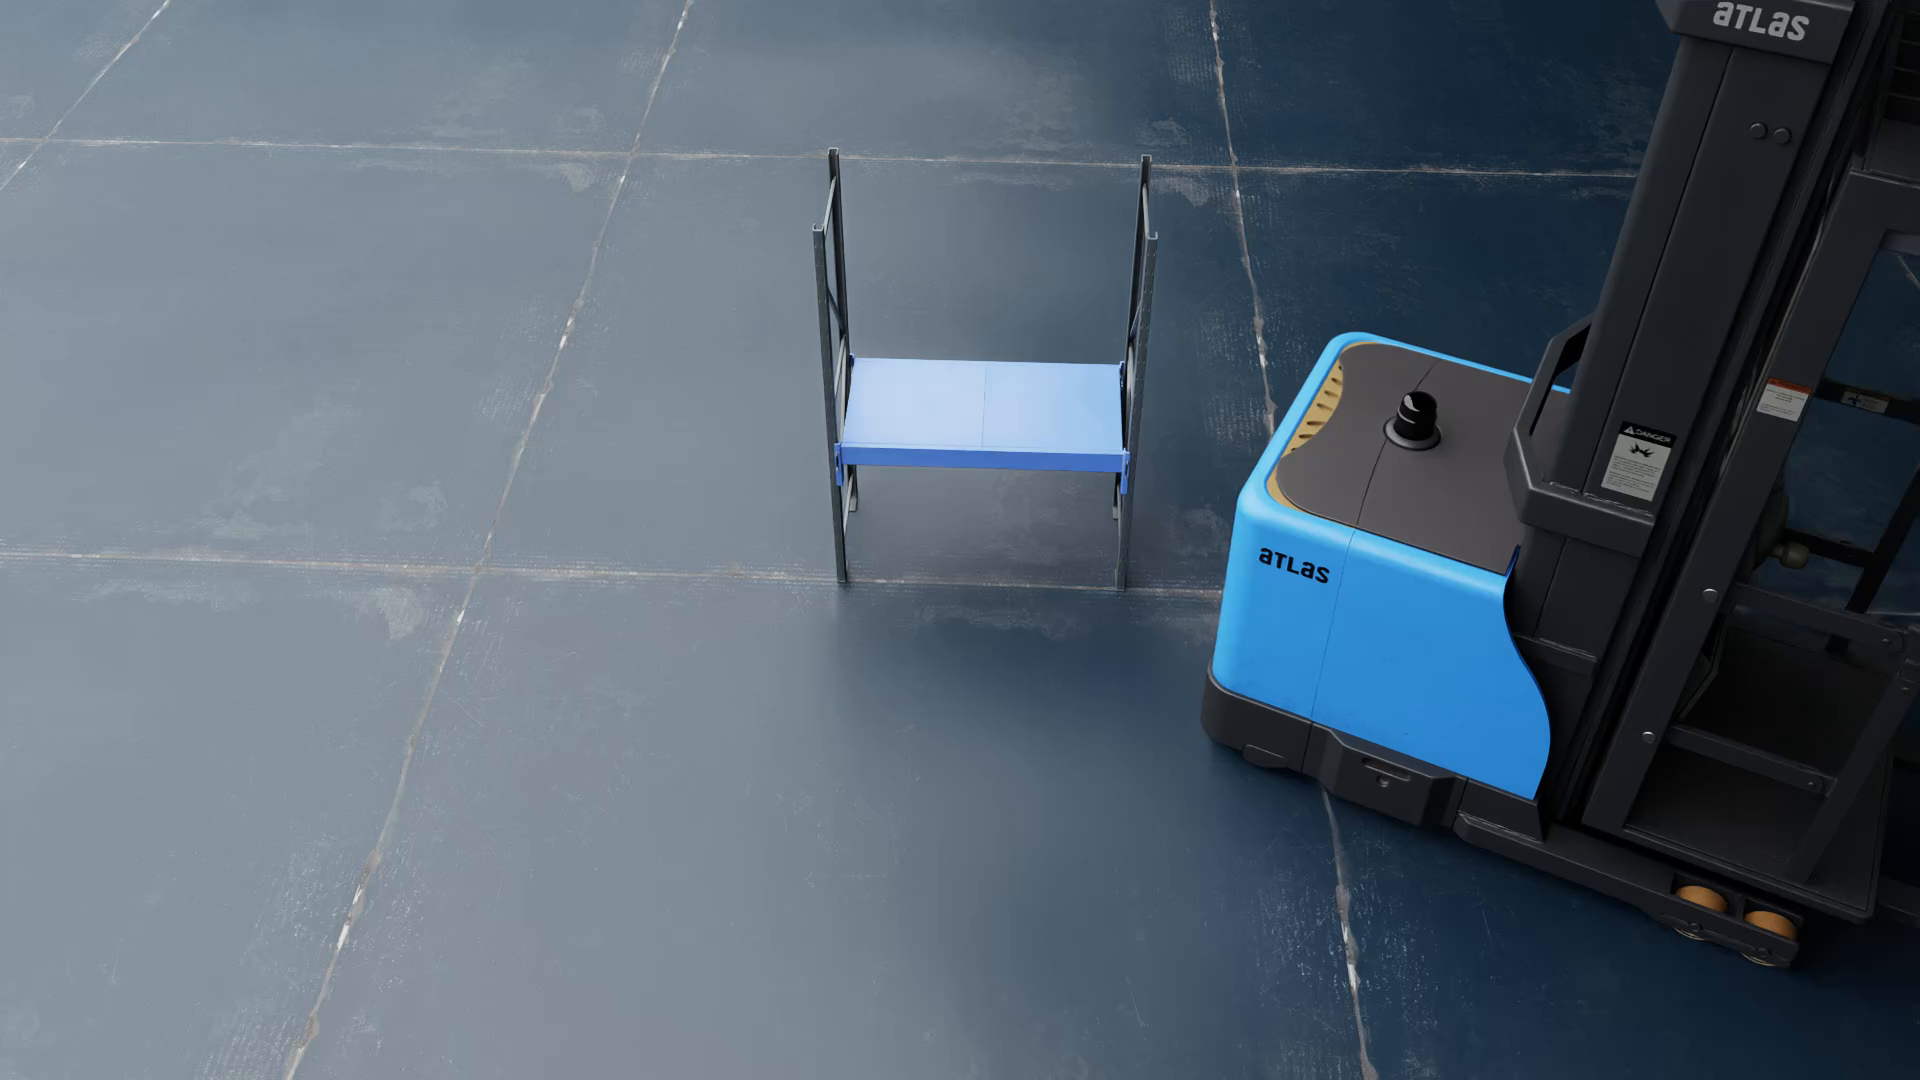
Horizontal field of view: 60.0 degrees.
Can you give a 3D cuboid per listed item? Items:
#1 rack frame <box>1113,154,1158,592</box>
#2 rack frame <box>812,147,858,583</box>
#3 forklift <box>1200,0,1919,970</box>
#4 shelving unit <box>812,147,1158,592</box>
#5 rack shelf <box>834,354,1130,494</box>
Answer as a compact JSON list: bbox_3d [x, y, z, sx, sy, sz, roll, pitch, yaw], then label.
[{"bbox_3d":[0.593,-0.531,5.719,0.032,1.500,0.500,2,43,2],"label":"rack frame"},{"bbox_3d":[-0.423,-0.562,5.753,0.032,1.500,0.500,2,43,2],"label":"rack frame"},{"bbox_3d":[2.346,-0.237,4.354,3.031,2.935,1.130,19,46,19],"label":"forklift"},{"bbox_3d":[0.085,-0.546,5.736,1.048,1.500,0.538,2,43,2],"label":"shelving unit"},{"bbox_3d":[0.085,-0.415,5.859,1.000,0.185,0.538,2,43,2],"label":"rack shelf"}]
